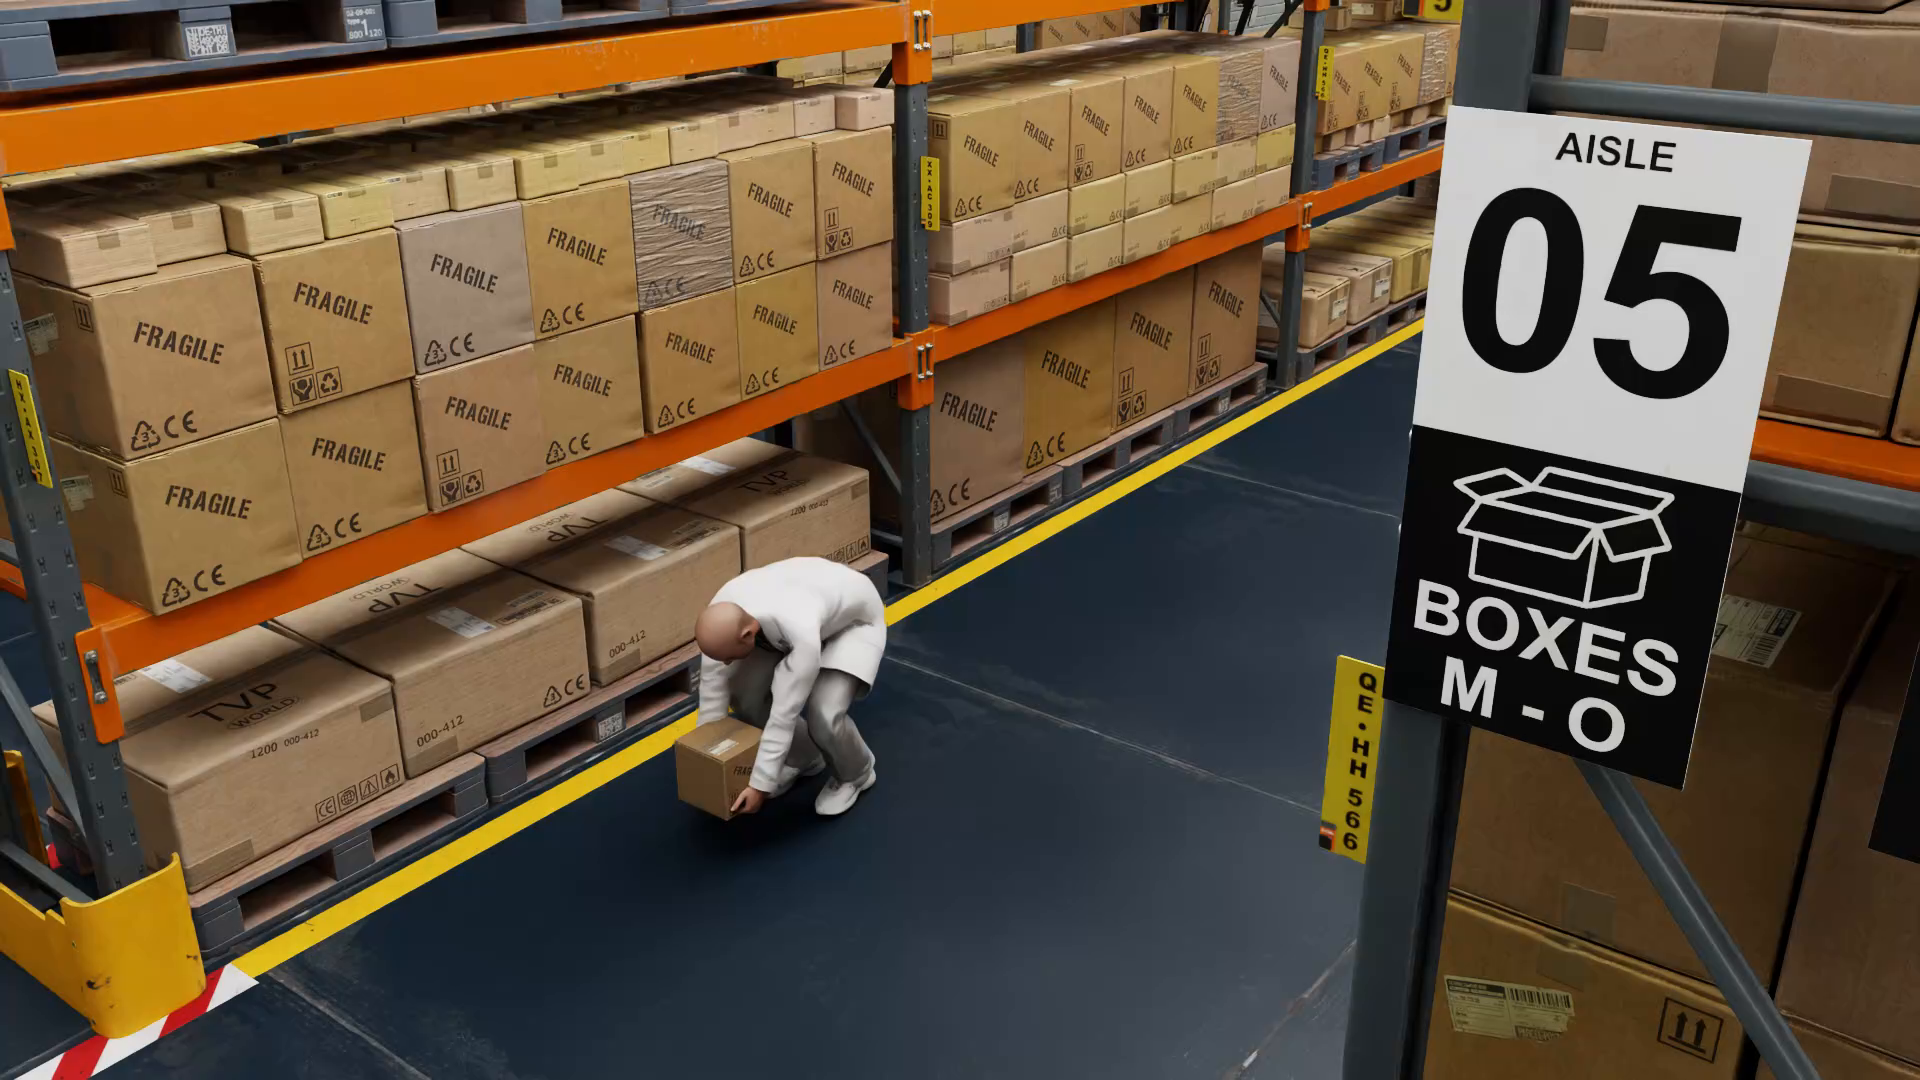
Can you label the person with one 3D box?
[{"bbox_3d":[-0.643,0.563,6.273,0.591,1.013,0.936,15,27,31],"label":"person"}]
